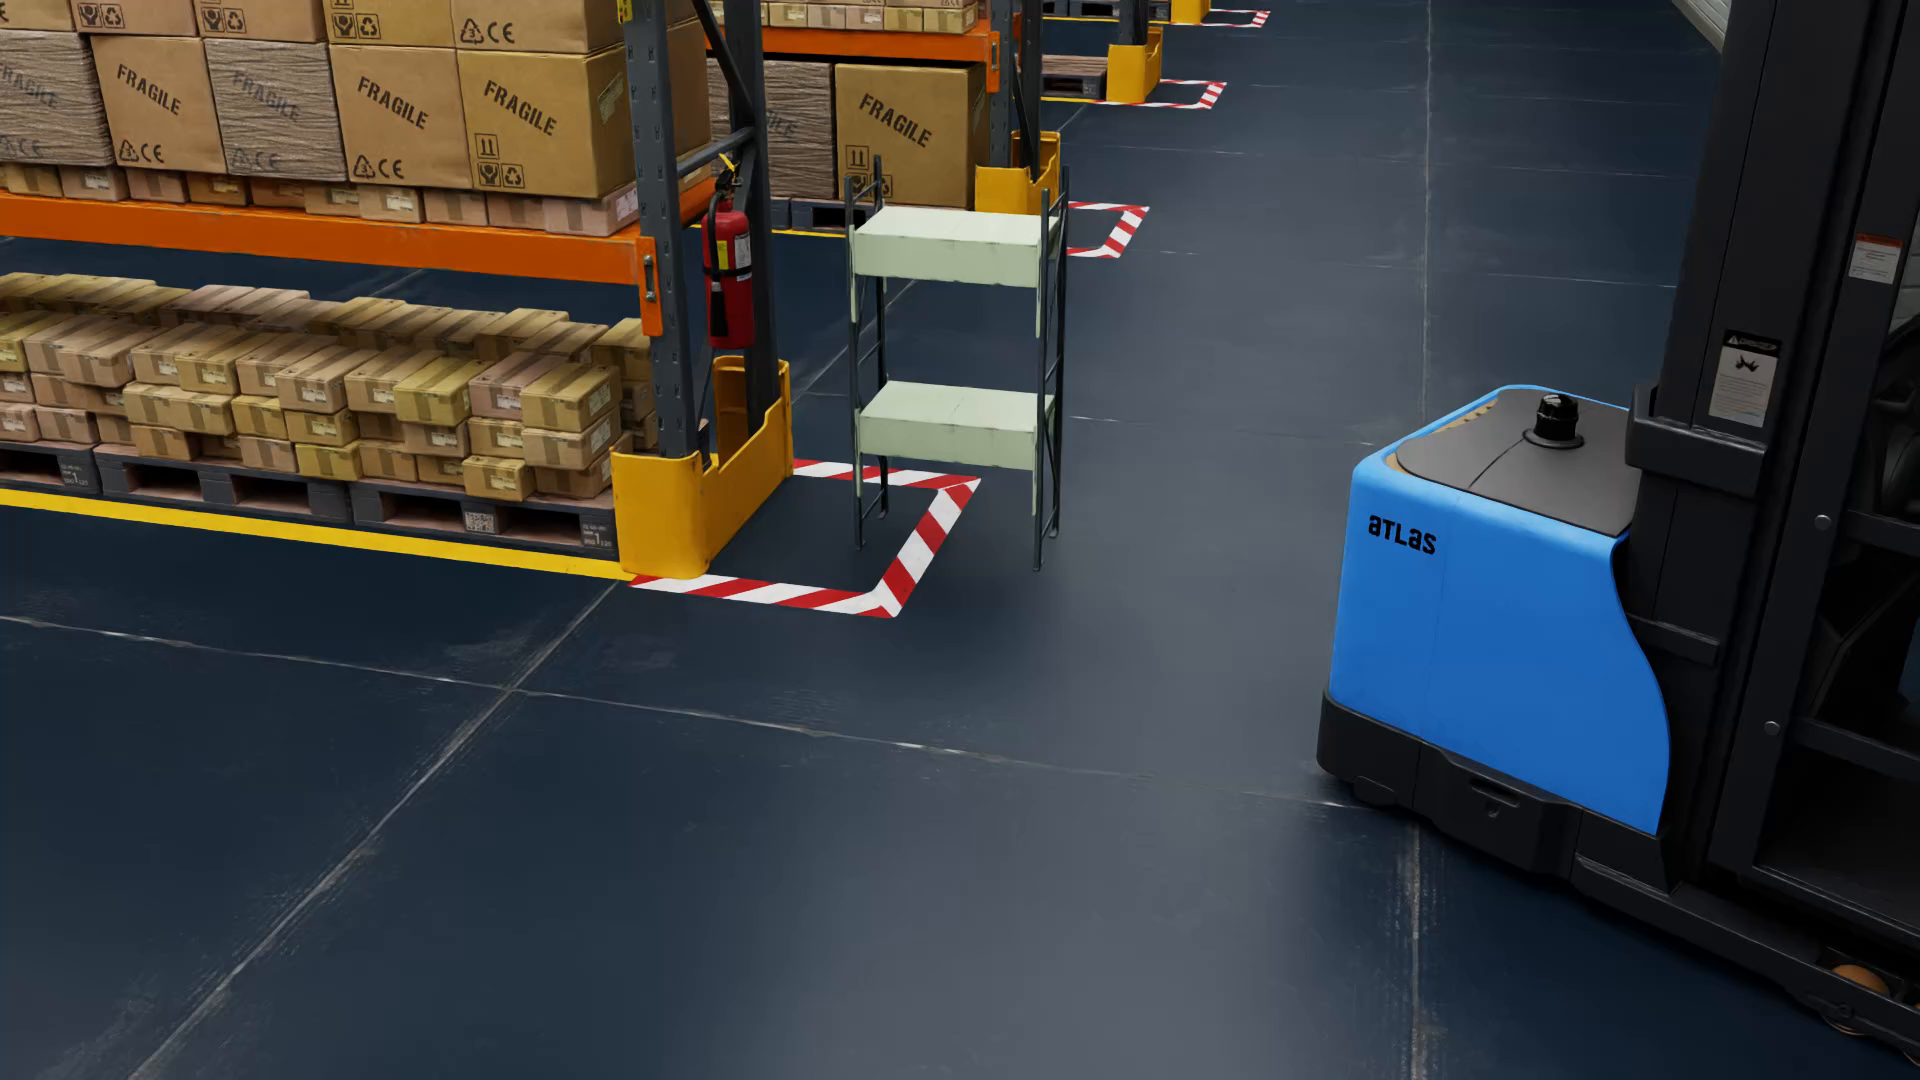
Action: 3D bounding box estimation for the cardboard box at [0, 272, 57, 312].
[{"bbox_3d":[-4.426,-1.117,7.743,0.250,0.149,0.380,7,26,14],"label":"cardboard box"}]

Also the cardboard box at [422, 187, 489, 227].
[{"bbox_3d":[-1.826,-1.314,6.314,0.250,0.149,0.380,6,26,12],"label":"cardboard box"}]

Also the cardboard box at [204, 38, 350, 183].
[{"bbox_3d":[-2.452,-1.676,6.318,0.500,0.500,0.500,6,26,13],"label":"cardboard box"}]

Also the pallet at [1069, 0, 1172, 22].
[{"bbox_3d":[1.996,-6.460,20.073,1.213,0.211,1.003,6,26,13],"label":"pallet"}]

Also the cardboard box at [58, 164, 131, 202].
[{"bbox_3d":[-3.355,-1.475,6.652,0.250,0.149,0.380,7,26,15],"label":"cardboard box"}]

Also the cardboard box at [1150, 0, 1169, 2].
[{"bbox_3d":[2.254,-6.651,19.627,0.500,0.500,0.500,6,26,13],"label":"cardboard box"}]

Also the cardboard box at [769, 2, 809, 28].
[{"bbox_3d":[-1.045,-3.398,10.691,0.250,0.149,0.380,6,26,12],"label":"cardboard box"}]

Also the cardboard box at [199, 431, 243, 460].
[{"bbox_3d":[-3.023,-0.487,7.112,0.250,0.149,0.380,7,26,14],"label":"cardboard box"}]

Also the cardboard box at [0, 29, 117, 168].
[{"bbox_3d":[-3.459,-1.779,6.534,0.500,0.500,0.500,6,26,12],"label":"cardboard box"}]

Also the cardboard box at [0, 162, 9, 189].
[{"bbox_3d":[-3.841,-1.561,6.832,0.250,0.149,0.380,5,26,11],"label":"cardboard box"}]

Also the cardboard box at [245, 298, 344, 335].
[{"bbox_3d":[-2.931,-0.936,7.363,0.250,0.149,0.380,6,26,13],"label":"cardboard box"}]

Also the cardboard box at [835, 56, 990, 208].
[{"bbox_3d":[-0.268,-2.767,11.056,0.875,0.875,0.875,6,26,13],"label":"cardboard box"}]

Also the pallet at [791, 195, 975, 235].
[{"bbox_3d":[-0.423,-2.296,11.327,1.213,0.211,1.003,6,26,13],"label":"pallet"}]

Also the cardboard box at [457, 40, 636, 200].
[{"bbox_3d":[-1.461,-1.568,6.092,0.500,0.500,0.500,7,26,14],"label":"cardboard box"}]

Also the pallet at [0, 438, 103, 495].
[{"bbox_3d":[-4.177,-0.560,7.680,1.213,0.211,1.003,6,26,13],"label":"pallet"}]

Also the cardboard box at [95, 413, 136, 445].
[{"bbox_3d":[-3.524,-0.552,7.247,0.250,0.149,0.380,5,26,11],"label":"cardboard box"}]

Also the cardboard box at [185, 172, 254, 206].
[{"bbox_3d":[-2.835,-1.448,6.594,0.250,0.149,0.380,7,26,14],"label":"cardboard box"}]

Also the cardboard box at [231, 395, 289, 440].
[{"bbox_3d":[-2.796,-0.562,6.924,0.250,0.149,0.380,8,27,16],"label":"cardboard box"}]

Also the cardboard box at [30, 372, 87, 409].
[{"bbox_3d":[-3.791,-0.710,7.233,0.250,0.149,0.380,5,26,10],"label":"cardboard box"}]

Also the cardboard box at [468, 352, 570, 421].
[{"bbox_3d":[-1.767,-0.621,6.700,0.250,0.149,0.380,7,26,14],"label":"cardboard box"}]

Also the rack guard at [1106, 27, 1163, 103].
[{"bbox_3d":[1.631,-4.438,15.490,0.348,0.500,1.175,6,26,13],"label":"rack guard"}]

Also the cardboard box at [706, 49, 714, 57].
[{"bbox_3d":[-2.012,-2.960,11.461,0.875,0.875,0.875,6,26,13],"label":"cardboard box"}]

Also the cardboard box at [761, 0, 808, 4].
[{"bbox_3d":[-1.148,-3.619,10.690,0.500,0.250,0.500,5,26,11],"label":"cardboard box"}]

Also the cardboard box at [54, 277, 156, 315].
[{"bbox_3d":[-3.926,-1.083,7.671,0.250,0.149,0.380,6,26,13],"label":"cardboard box"}]

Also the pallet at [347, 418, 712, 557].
[{"bbox_3d":[-1.813,-0.299,7.132,1.213,0.211,1.003,6,26,13],"label":"pallet"}]

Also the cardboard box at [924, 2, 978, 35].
[{"bbox_3d":[-0.056,-3.289,10.462,0.250,0.149,0.380,7,26,14],"label":"cardboard box"}]

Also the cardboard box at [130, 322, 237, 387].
[{"bbox_3d":[-3.276,-0.789,7.053,0.250,0.149,0.380,5,26,11],"label":"cardboard box"}]

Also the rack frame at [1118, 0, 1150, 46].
[{"bbox_3d":[1.605,-5.564,14.947,0.127,3.000,1.000,6,26,13],"label":"rack frame"}]

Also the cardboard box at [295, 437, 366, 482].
[{"bbox_3d":[-2.537,-0.391,6.911,0.250,0.149,0.380,5,26,11],"label":"cardboard box"}]

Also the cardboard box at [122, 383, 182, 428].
[{"bbox_3d":[-3.302,-0.617,7.039,0.250,0.149,0.380,6,26,13],"label":"cardboard box"}]

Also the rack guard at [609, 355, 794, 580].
[{"bbox_3d":[-1.035,-0.327,6.856,0.348,0.500,1.175,6,26,13],"label":"rack guard"}]

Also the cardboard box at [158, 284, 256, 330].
[{"bbox_3d":[-3.409,-1.032,7.564,0.250,0.149,0.380,5,26,10],"label":"cardboard box"}]

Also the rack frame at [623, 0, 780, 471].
[{"bbox_3d":[-0.962,-1.448,6.302,0.127,3.000,1.000,6,26,13],"label":"rack frame"}]

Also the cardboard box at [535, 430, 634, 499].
[{"bbox_3d":[-1.524,-0.320,6.760,0.250,0.149,0.380,7,26,14],"label":"cardboard box"}]

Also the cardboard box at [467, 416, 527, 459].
[{"bbox_3d":[-1.784,-0.473,6.735,0.250,0.149,0.380,6,26,12],"label":"cardboard box"}]

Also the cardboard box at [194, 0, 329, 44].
[{"bbox_3d":[-2.464,-2.130,6.110,0.500,0.500,0.500,8,27,16],"label":"cardboard box"}]

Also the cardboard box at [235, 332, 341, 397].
[{"bbox_3d":[-2.786,-0.730,6.929,0.250,0.149,0.380,5,26,11],"label":"cardboard box"}]

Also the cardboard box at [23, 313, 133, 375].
[{"bbox_3d":[-3.786,-0.845,7.171,0.250,0.149,0.380,6,26,12],"label":"cardboard box"}]

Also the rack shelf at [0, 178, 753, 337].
[{"bbox_3d":[-2.899,-1.337,6.906,4.000,0.370,1.077,6,26,13],"label":"rack shelf"}]

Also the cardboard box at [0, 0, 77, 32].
[{"bbox_3d":[-3.473,-2.241,6.342,0.500,0.500,0.500,7,26,14],"label":"cardboard box"}]

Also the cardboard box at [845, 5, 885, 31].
[{"bbox_3d":[-0.552,-3.344,10.577,0.250,0.149,0.380,6,26,13],"label":"cardboard box"}]

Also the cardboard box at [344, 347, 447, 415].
[{"bbox_3d":[-2.284,-0.650,6.761,0.250,0.149,0.380,5,26,11],"label":"cardboard box"}]

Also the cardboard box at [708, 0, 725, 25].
[{"bbox_3d":[-1.536,-3.453,10.806,0.250,0.149,0.380,7,26,14],"label":"cardboard box"}]

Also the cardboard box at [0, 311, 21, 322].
[{"bbox_3d":[-4.302,-0.870,7.223,0.250,0.149,0.380,8,27,16],"label":"cardboard box"}]

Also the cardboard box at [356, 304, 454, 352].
[{"bbox_3d":[-2.421,-0.902,7.291,0.250,0.149,0.380,7,26,15],"label":"cardboard box"}]

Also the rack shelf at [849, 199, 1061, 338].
[{"bbox_3d":[-0.006,-1.030,6.261,0.720,0.370,0.431,6,26,13],"label":"rack shelf"}]

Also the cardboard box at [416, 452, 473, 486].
[{"bbox_3d":[-2.032,-0.369,6.864,0.250,0.149,0.380,6,26,13],"label":"cardboard box"}]

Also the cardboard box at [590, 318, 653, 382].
[{"bbox_3d":[-1.385,-0.816,7.111,0.250,0.149,0.380,5,26,11],"label":"cardboard box"}]

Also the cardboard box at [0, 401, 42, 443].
[{"bbox_3d":[-4.052,-0.572,7.290,0.250,0.149,0.380,6,26,13],"label":"cardboard box"}]

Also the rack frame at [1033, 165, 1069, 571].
[{"bbox_3d":[0.348,-0.639,6.347,0.023,1.500,0.400,6,26,13],"label":"rack frame"}]

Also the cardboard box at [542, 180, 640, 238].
[{"bbox_3d":[-1.348,-1.252,6.182,0.250,0.149,0.380,6,26,13],"label":"cardboard box"}]

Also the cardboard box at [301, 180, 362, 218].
[{"bbox_3d":[-2.327,-1.373,6.436,0.250,0.149,0.380,5,26,11],"label":"cardboard box"}]

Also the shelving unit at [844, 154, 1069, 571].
[{"bbox_3d":[-0.006,-0.678,6.429,0.755,1.500,0.431,6,26,13],"label":"shelving unit"}]

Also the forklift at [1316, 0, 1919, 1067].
[{"bbox_3d":[2.515,-0.256,3.951,3.031,2.867,1.129,22,33,39],"label":"forklift"}]

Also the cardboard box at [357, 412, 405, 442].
[{"bbox_3d":[-2.282,-0.549,6.895,0.250,0.149,0.380,6,26,12],"label":"cardboard box"}]

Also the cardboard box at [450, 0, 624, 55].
[{"bbox_3d":[-1.467,-2.024,5.887,0.500,0.500,0.500,6,26,12],"label":"cardboard box"}]

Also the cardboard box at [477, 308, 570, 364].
[{"bbox_3d":[-1.894,-0.876,7.237,0.250,0.149,0.380,6,26,13],"label":"cardboard box"}]
